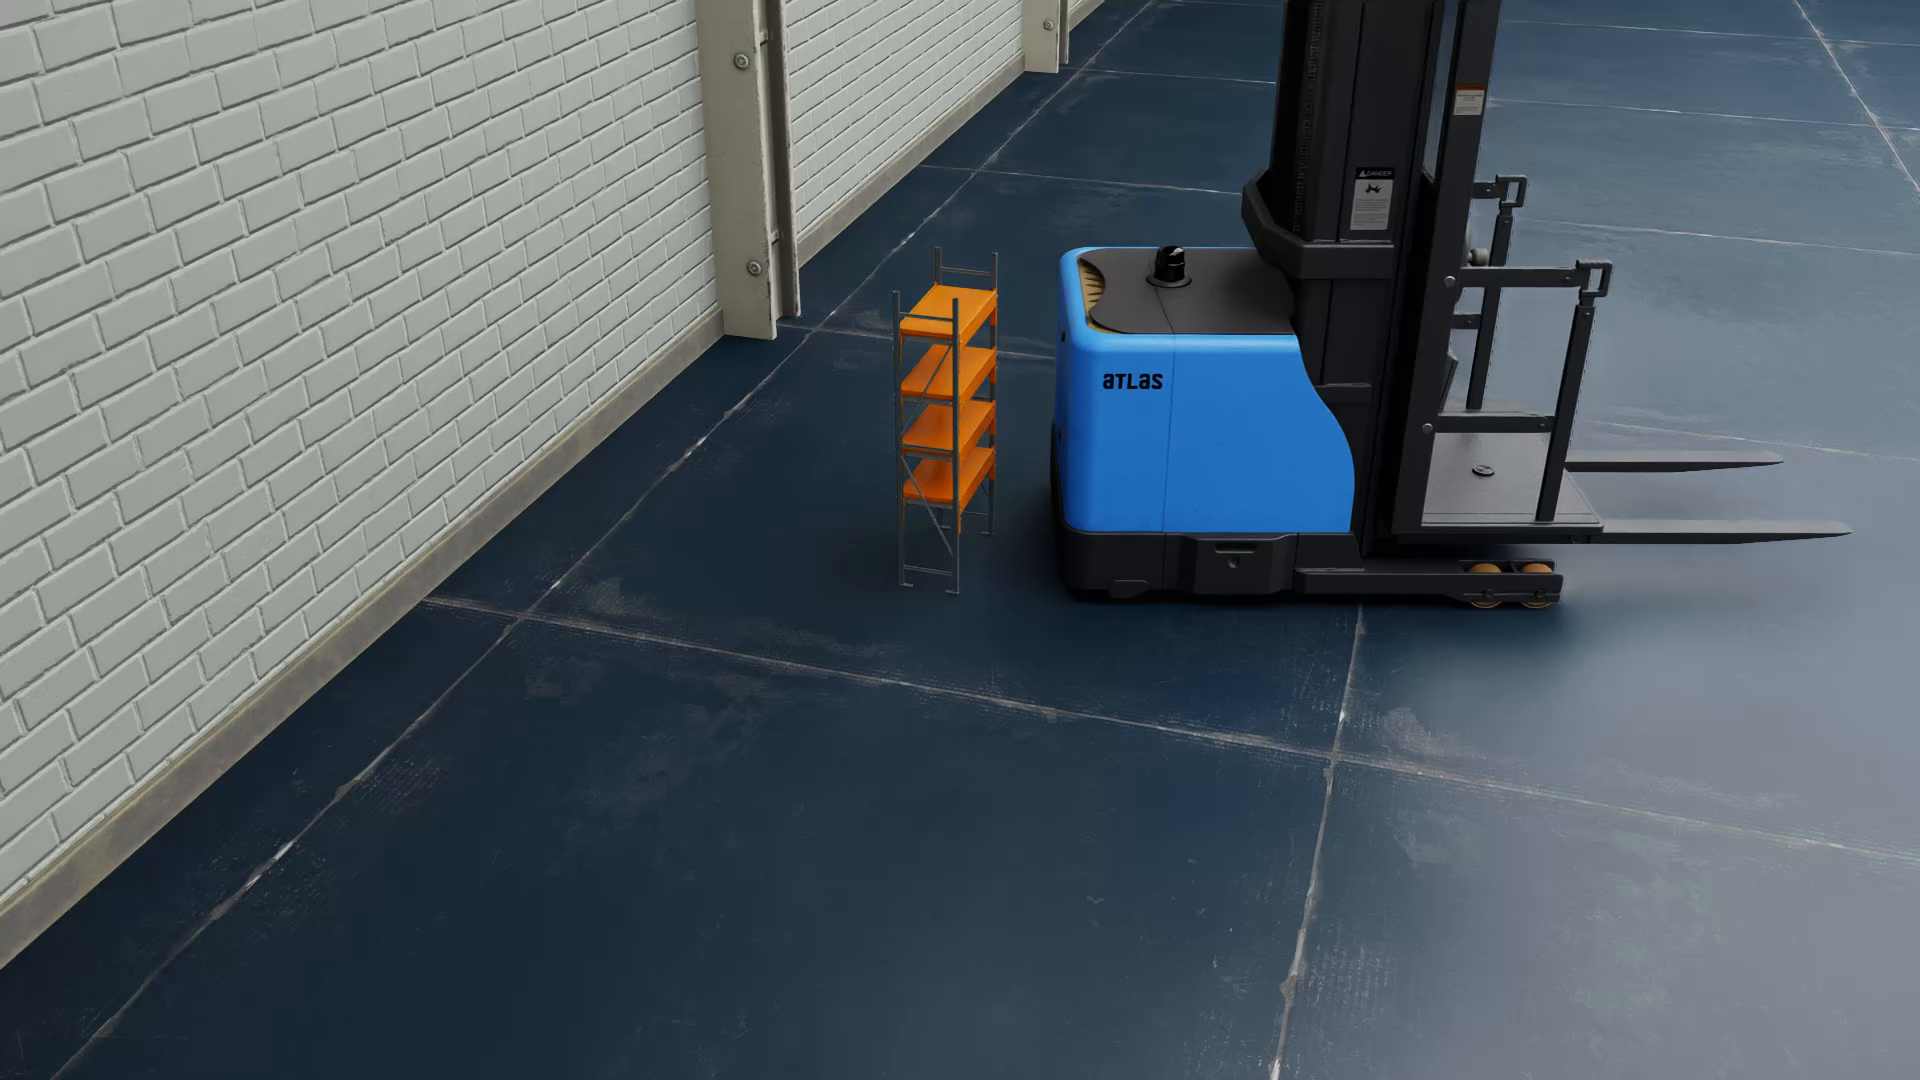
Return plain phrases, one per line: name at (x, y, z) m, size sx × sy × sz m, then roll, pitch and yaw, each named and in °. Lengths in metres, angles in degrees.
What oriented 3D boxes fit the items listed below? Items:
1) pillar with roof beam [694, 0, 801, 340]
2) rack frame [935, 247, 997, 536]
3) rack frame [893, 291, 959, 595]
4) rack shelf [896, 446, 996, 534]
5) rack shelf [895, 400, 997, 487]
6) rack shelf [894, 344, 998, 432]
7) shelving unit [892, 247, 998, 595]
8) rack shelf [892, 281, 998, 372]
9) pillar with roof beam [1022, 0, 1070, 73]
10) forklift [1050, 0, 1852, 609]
pillar with roof beam at (3.057, -4.468, 5.525) m, size 9.100 × 9.000 × 0.400 m, roll 8°, pitch 30°, yaw 15°
rack frame at (0.023, -0.561, 6.524) m, size 0.240 × 1.200 × 0.015 m, roll 8°, pitch 30°, yaw 15°
rack frame at (-0.120, -0.334, 6.116) m, size 0.240 × 1.200 × 0.015 m, roll 8°, pitch 30°, yaw 15°
rack shelf at (-0.049, -0.215, 6.449) m, size 0.258 × 0.148 × 0.480 m, roll 8°, pitch 30°, yaw 15°
rack shelf at (-0.049, -0.389, 6.353) m, size 0.258 × 0.148 × 0.480 m, roll 8°, pitch 30°, yaw 15°
rack shelf at (-0.049, -0.584, 6.244) m, size 0.258 × 0.148 × 0.480 m, roll 8°, pitch 30°, yaw 15°
shelving unit at (-0.049, -0.447, 6.320) m, size 0.258 × 1.200 × 0.503 m, roll 8°, pitch 30°, yaw 15°
rack shelf at (-0.049, -0.791, 6.129) m, size 0.258 × 0.148 × 0.480 m, roll 8°, pitch 30°, yaw 15°
pillar with roof beam at (4.818, -7.257, 10.538) m, size 9.100 × 9.000 × 0.400 m, roll 8°, pitch 30°, yaw 15°
forklift at (1.897, -1.283, 6.041) m, size 3.031 × 2.935 × 1.130 m, roll 0°, pitch 29°, yaw 0°
